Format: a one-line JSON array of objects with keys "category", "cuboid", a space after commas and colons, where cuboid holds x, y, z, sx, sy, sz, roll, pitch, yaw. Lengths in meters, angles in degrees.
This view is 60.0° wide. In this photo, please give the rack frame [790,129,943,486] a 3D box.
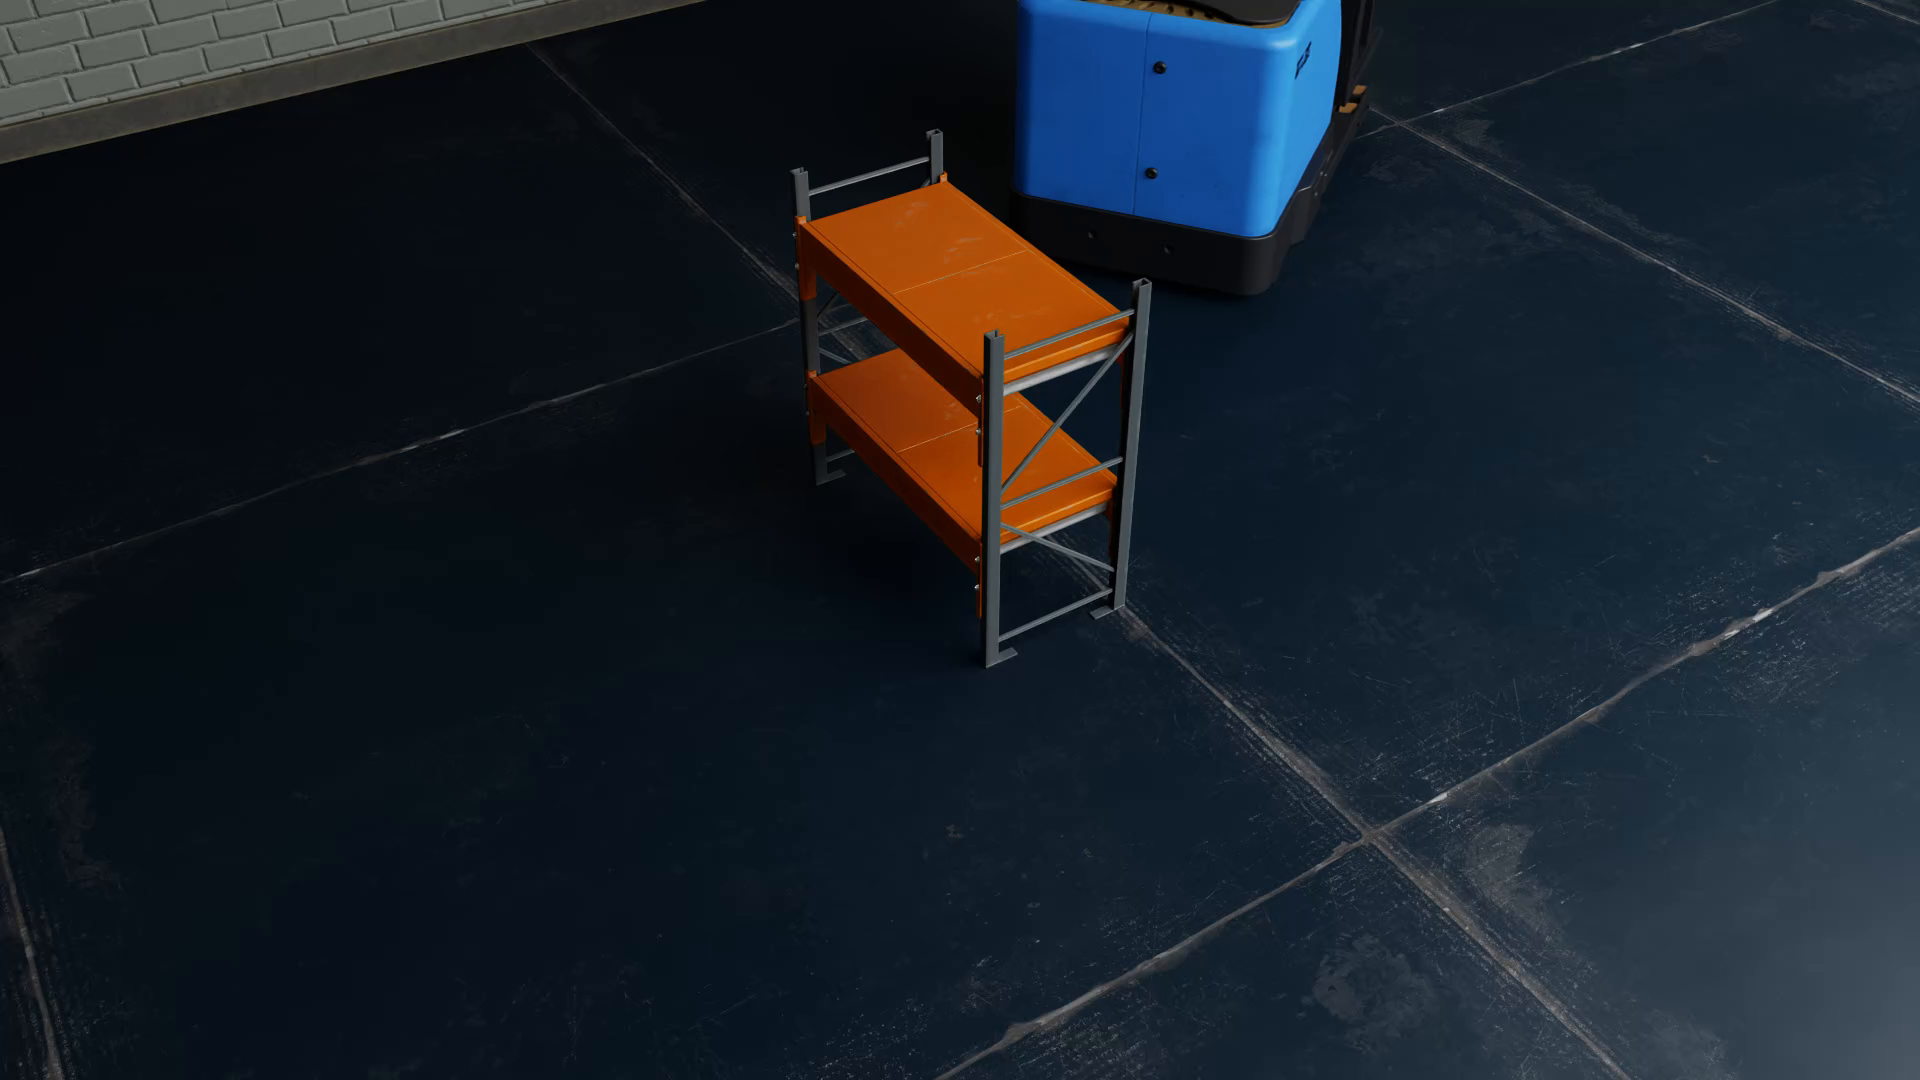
[{"category": "rack frame", "cuboid": [-0.270, -0.703, 5.215, 0.500, 1.125, 0.032, -22, 45, -24]}]

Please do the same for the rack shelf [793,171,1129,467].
[{"category": "rack shelf", "cuboid": [0.004, -0.653, 4.698, 0.538, 0.278, 1.000, -22, 45, -24]}]

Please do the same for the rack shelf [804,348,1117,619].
[{"category": "rack shelf", "cuboid": [0.004, -0.241, 5.042, 0.538, 0.278, 1.000, -22, 45, -24]}]

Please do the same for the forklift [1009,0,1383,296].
[{"category": "forklift", "cuboid": [1.215, -2.990, 6.549, 1.130, 2.935, 3.031, 15, 42, 17]}]

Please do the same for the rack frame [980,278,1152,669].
[{"category": "rack frame", "cuboid": [0.277, -0.154, 4.556, 0.500, 1.125, 0.032, -22, 45, -24]}]

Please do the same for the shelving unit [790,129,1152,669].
[{"category": "shelving unit", "cuboid": [0.004, -0.428, 4.886, 0.538, 1.125, 1.048, -22, 45, -24]}]
